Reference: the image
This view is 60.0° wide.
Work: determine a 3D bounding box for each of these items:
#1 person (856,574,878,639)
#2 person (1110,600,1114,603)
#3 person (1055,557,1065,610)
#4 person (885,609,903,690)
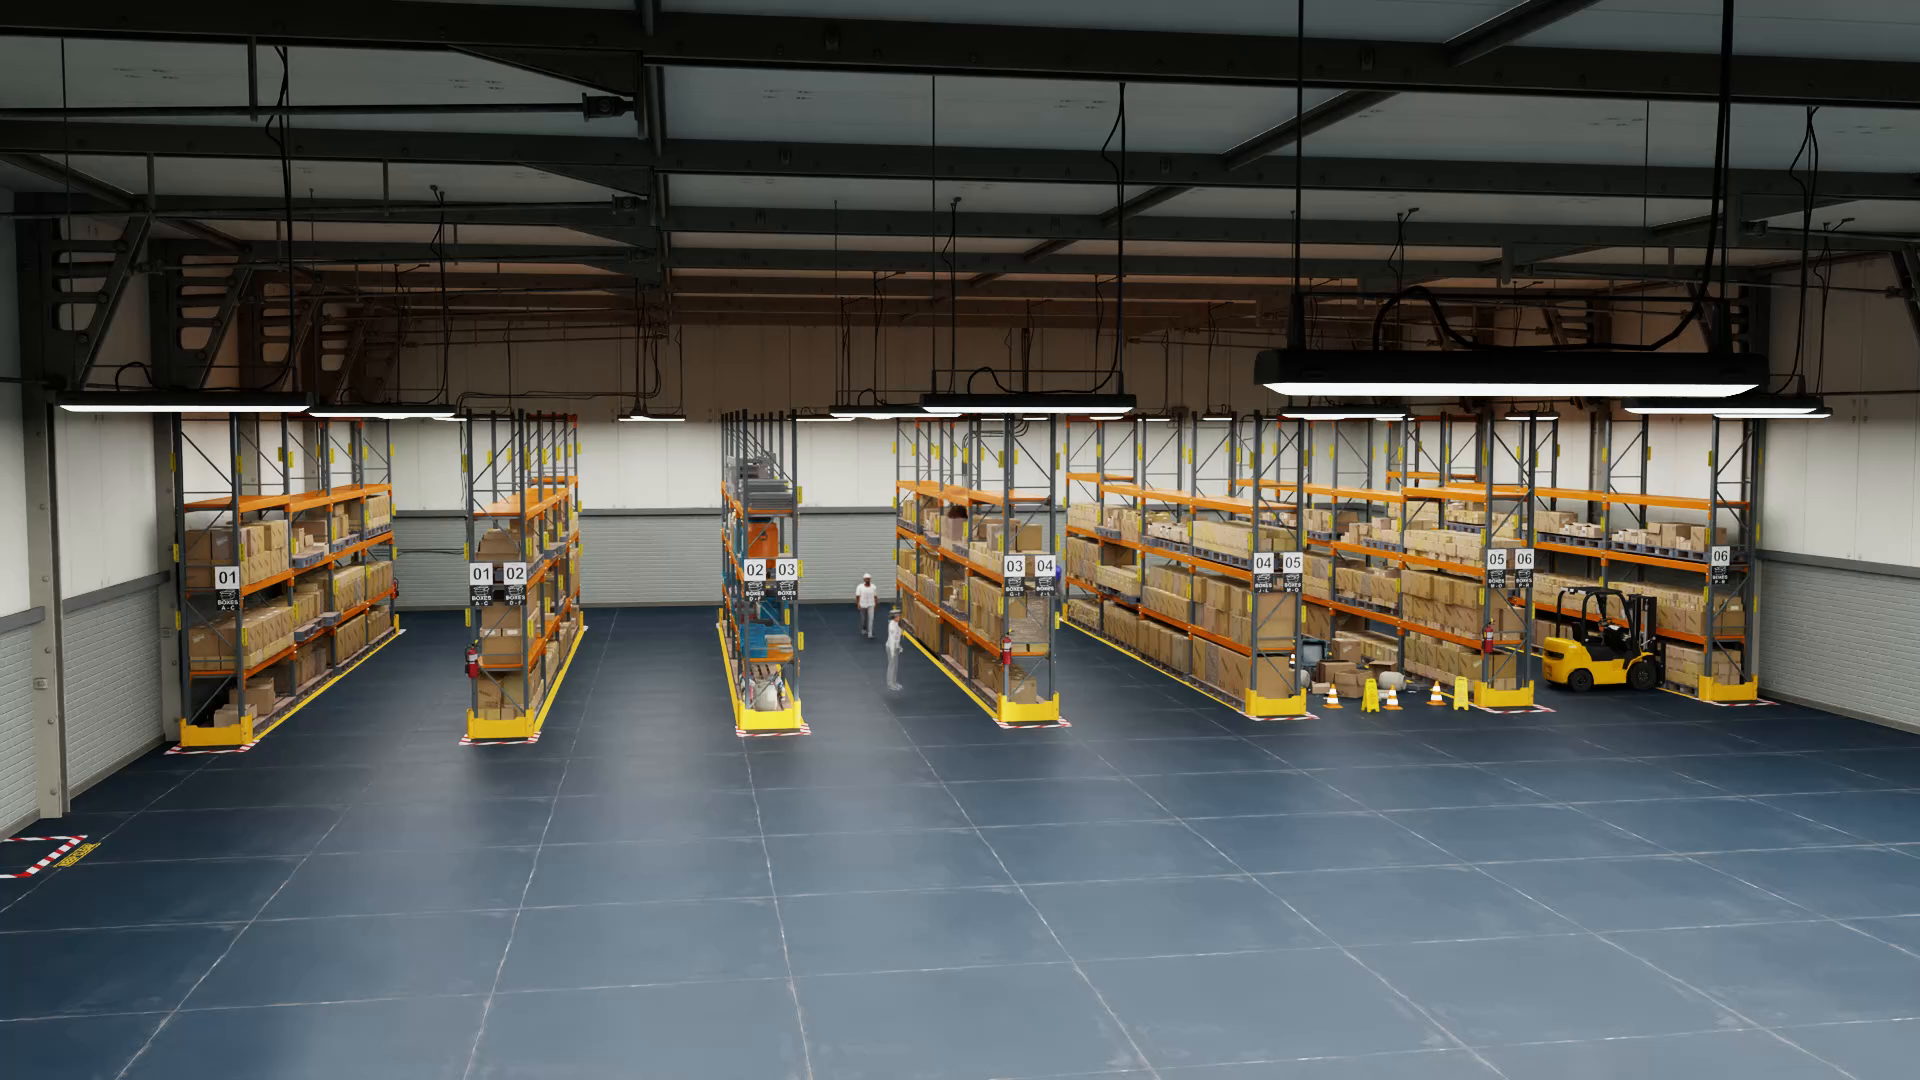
[{"bbox_3d":[-2.486,1.762,44.499,0.586,1.730,1.000,0,4,-5],"label":"person"},{"bbox_3d":[4.894,1.189,52.204,0.582,1.757,0.746,3,5,41],"label":"person"},{"bbox_3d":[2.941,1.338,51.123,1.017,1.597,0.545,4,6,44],"label":"person"},{"bbox_3d":[-1.391,2.296,34.926,0.357,1.689,0.518,0,4,5],"label":"person"}]
